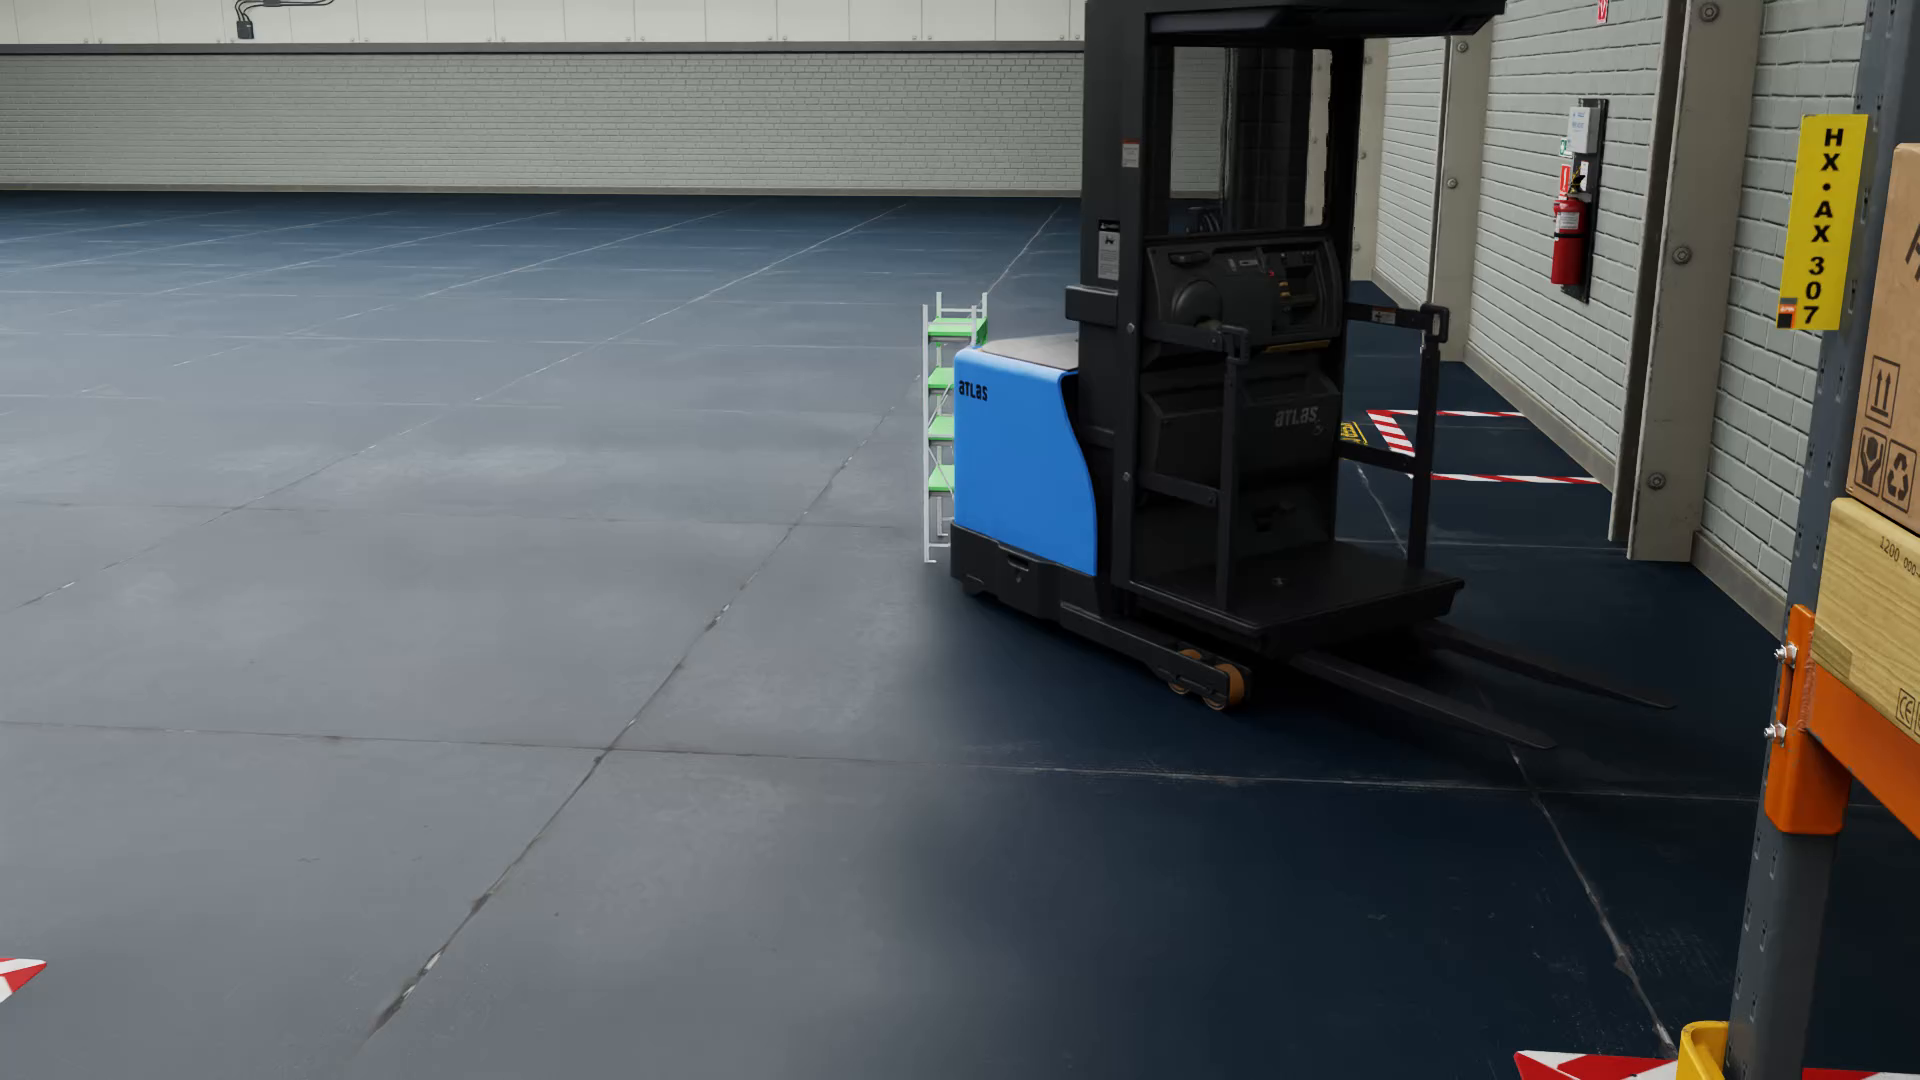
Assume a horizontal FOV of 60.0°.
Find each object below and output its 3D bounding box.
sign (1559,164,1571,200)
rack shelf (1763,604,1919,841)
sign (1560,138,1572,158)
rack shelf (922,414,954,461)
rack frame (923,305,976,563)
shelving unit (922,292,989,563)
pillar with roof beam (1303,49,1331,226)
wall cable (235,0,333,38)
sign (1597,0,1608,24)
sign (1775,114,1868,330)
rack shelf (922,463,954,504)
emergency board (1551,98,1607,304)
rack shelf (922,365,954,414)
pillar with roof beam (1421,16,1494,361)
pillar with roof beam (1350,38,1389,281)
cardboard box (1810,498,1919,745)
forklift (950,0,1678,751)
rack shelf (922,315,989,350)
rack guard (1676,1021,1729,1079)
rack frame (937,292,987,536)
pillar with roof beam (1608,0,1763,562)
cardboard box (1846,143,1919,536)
[{"bbox_3d":[3.804,-2.199,10.478,0.001,0.329,0.234,2,15,6],"label":"sign"},{"bbox_3d":[1.639,0.814,0.784,1.077,0.370,4.000,2,15,6],"label":"rack shelf"},{"bbox_3d":[3.795,-2.454,10.406,0.001,0.109,0.331,2,15,6],"label":"sign"},{"bbox_3d":[-0.019,-0.475,7.863,0.258,0.148,0.480,2,15,6],"label":"rack shelf"},{"bbox_3d":[-0.046,-0.473,7.613,0.240,1.200,0.015,2,15,6],"label":"rack frame"},{"bbox_3d":[-0.019,-0.536,7.847,0.258,1.200,0.503,2,15,6],"label":"shelving unit"},{"bbox_3d":[1.076,-9.092,24.548,9.100,9.000,0.400,2,15,6],"label":"pillar with roof beam"},{"bbox_3d":[-14.191,-13.533,34.454,2.305,6.003,0.169,2,15,6],"label":"wall cable"},{"bbox_3d":[3.739,-3.159,9.658,0.001,0.298,0.199,2,15,6],"label":"sign"},{"bbox_3d":[1.326,-0.486,2.554,0.100,0.325,0.005,2,15,6],"label":"sign"},{"bbox_3d":[-0.019,-0.243,7.926,0.258,0.148,0.480,2,15,6],"label":"rack shelf"},{"bbox_3d":[3.639,-2.041,9.964,0.194,1.169,0.643,2,15,6],"label":"emergency board"},{"bbox_3d":[-0.019,-0.706,7.801,0.258,0.148,0.480,2,15,6],"label":"rack shelf"},{"bbox_3d":[-0.278,-5.980,13.038,9.100,9.000,0.400,2,15,6],"label":"pillar with roof beam"},{"bbox_3d":[0.399,-7.536,18.793,9.100,9.000,0.400,2,15,6],"label":"pillar with roof beam"},{"bbox_3d":[1.495,0.128,2.192,0.500,0.250,0.500,1,15,5],"label":"cardboard box"},{"bbox_3d":[1.194,-0.949,6.057,1.130,2.935,3.031,-10,18,-32],"label":"forklift"},{"bbox_3d":[-0.019,-0.938,7.738,0.258,0.148,0.480,2,15,6],"label":"rack shelf"},{"bbox_3d":[1.857,1.174,2.862,1.175,0.500,0.348,2,15,6],"label":"rack guard"},{"bbox_3d":[0.009,-0.600,8.081,0.240,1.200,0.015,2,15,6],"label":"rack frame"},{"bbox_3d":[-0.955,-4.424,7.283,9.100,9.000,0.400,2,15,6],"label":"pillar with roof beam"},{"bbox_3d":[1.513,-0.236,2.102,0.500,0.500,0.500,2,15,6],"label":"cardboard box"}]
